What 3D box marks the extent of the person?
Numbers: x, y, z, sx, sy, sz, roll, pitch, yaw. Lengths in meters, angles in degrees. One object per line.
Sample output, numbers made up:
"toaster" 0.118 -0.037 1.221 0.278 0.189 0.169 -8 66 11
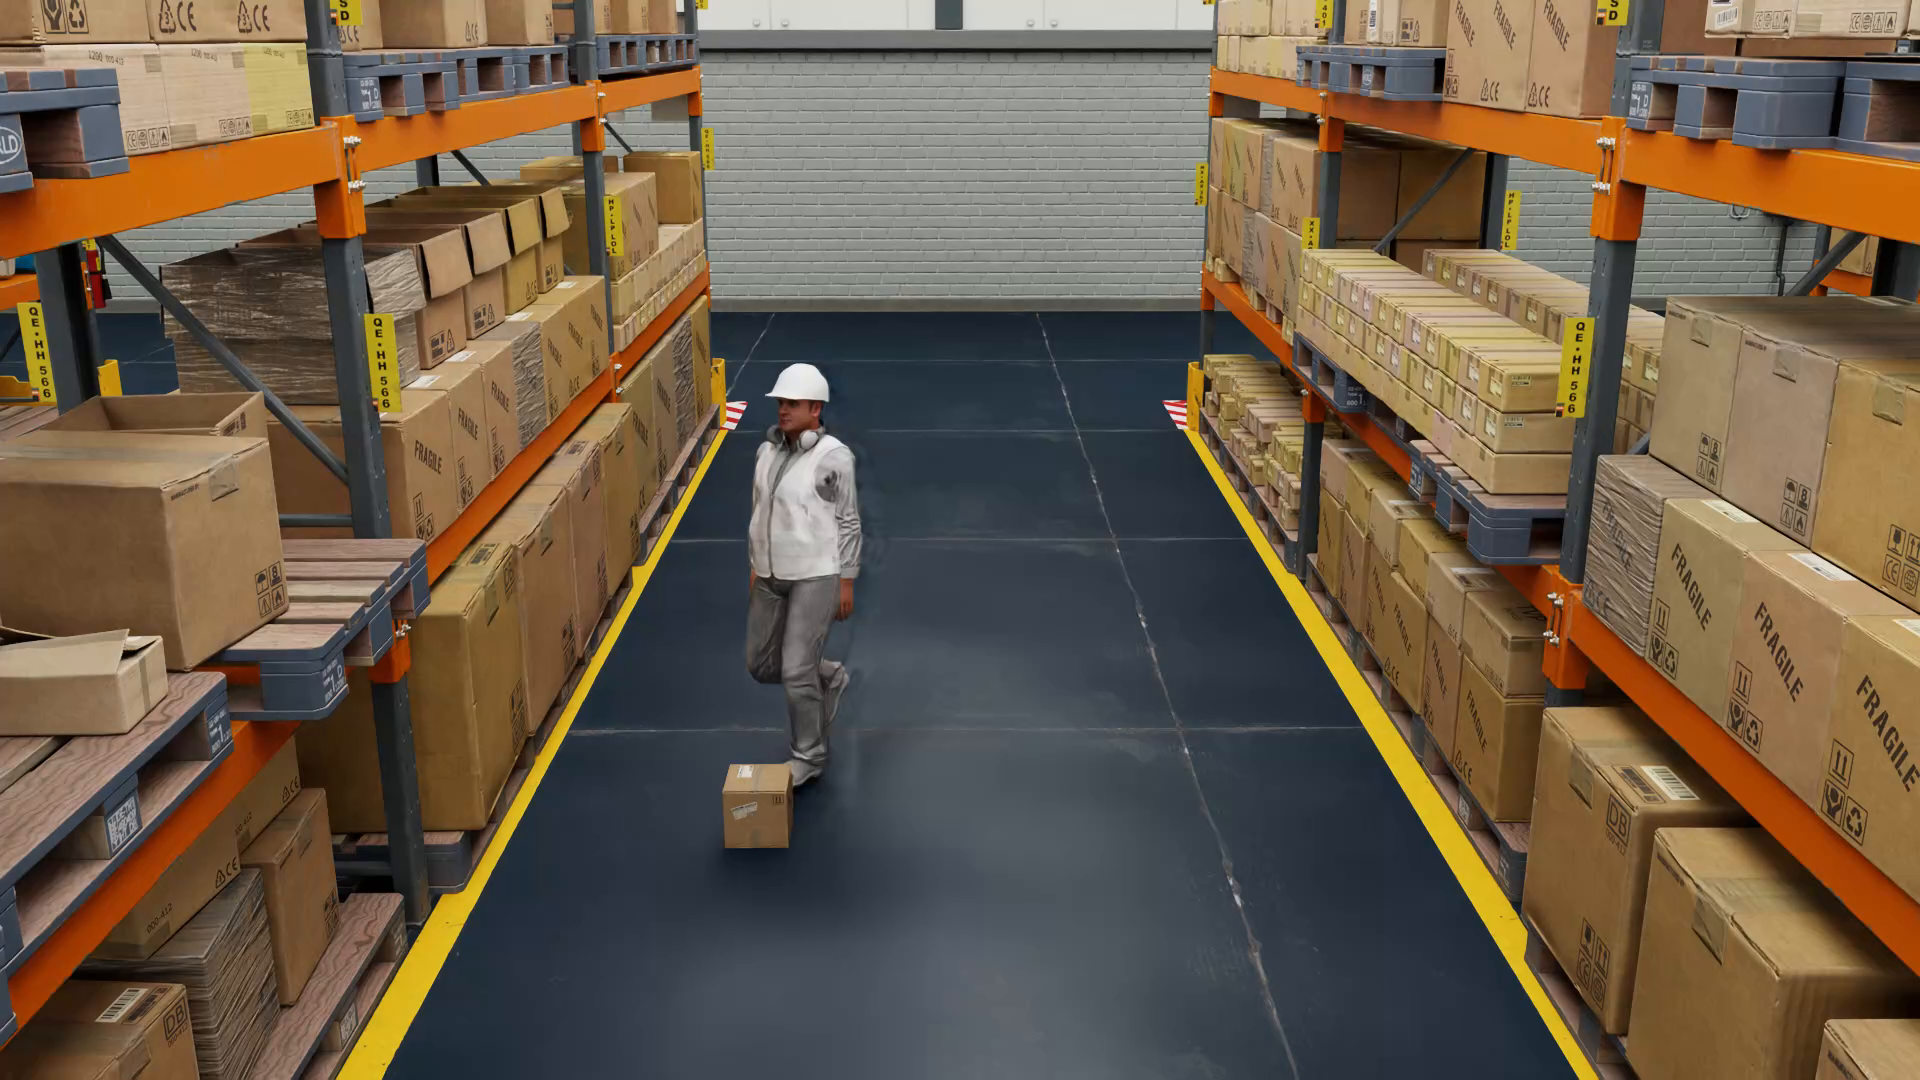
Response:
"person" -0.677 0.127 7.053 0.547 1.746 0.687 14 22 38
